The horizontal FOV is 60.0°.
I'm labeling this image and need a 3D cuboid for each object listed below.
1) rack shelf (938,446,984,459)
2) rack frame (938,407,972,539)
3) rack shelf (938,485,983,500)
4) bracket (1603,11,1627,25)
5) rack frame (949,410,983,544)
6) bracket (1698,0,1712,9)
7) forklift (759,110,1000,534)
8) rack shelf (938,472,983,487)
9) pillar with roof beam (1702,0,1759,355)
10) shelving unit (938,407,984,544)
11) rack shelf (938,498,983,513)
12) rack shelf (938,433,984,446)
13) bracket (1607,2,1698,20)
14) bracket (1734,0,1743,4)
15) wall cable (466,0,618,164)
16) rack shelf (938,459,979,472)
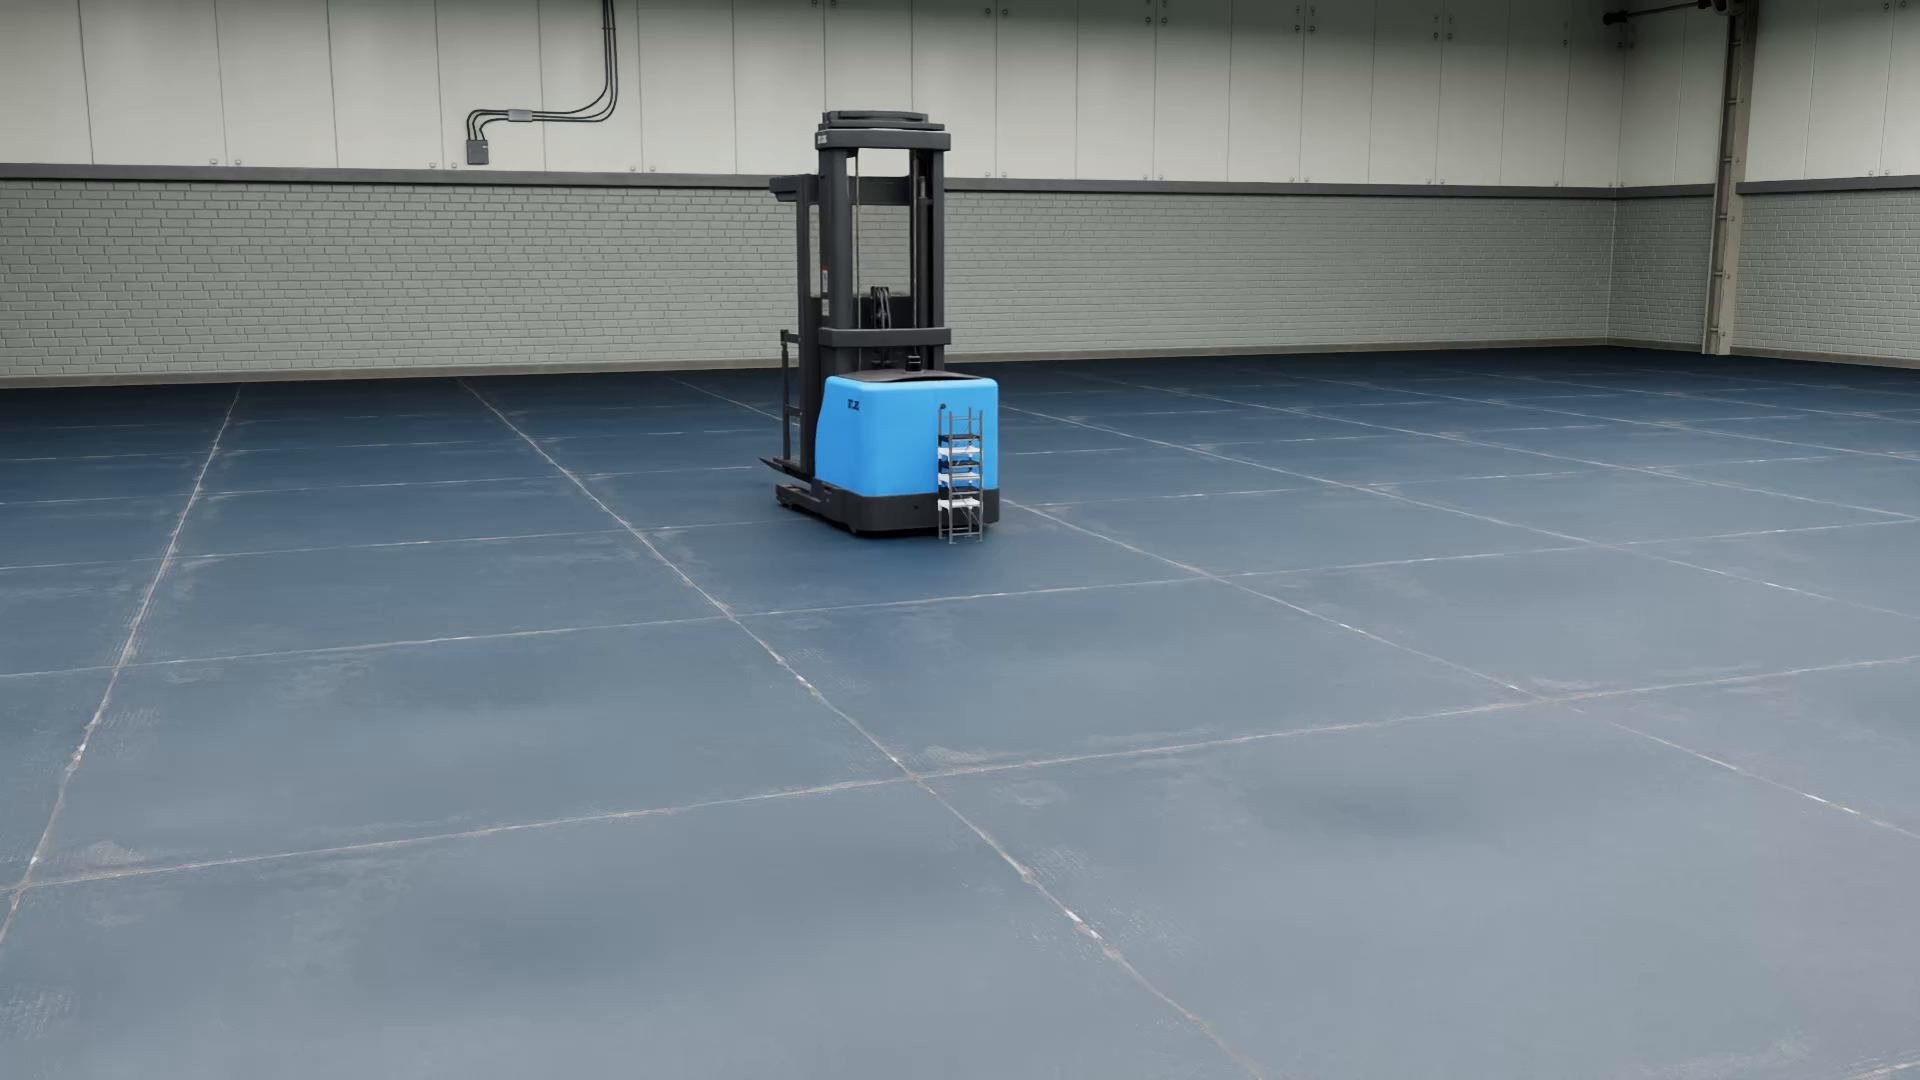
[{"bbox_3d":[0.003,-0.586,11.308,0.258,0.077,0.200,-4,11,-21],"label":"rack shelf"},{"bbox_3d":[-0.034,-0.458,11.427,0.240,0.900,0.006,-4,11,-21],"label":"rack frame"},{"bbox_3d":[0.003,-0.320,11.355,0.258,0.077,0.200,-4,11,-21],"label":"rack shelf"},{"bbox_3d":[12.647,-10.074,32.082,0.235,0.232,0.430,-4,11,-21],"label":"bracket"},{"bbox_3d":[0.040,-0.425,11.241,0.240,0.900,0.006,-4,11,-21],"label":"rack frame"},{"bbox_3d":[13.506,-9.687,29.907,0.235,0.232,0.430,-4,11,-21],"label":"bracket"},{"bbox_3d":[-0.779,-1.704,12.631,1.130,2.935,3.031,-4,11,-24],"label":"forklift"},{"bbox_3d":[0.003,-0.409,11.340,0.258,0.077,0.200,-4,11,-21],"label":"rack shelf"},{"bbox_3d":[9.975,-7.597,28.432,9.100,9.000,0.548,-4,11,-21],"label":"pillar with roof beam"},{"bbox_3d":[0.003,-0.442,11.334,0.258,0.900,0.210,-4,11,-21],"label":"shelving unit"},{"bbox_3d":[0.003,-0.232,11.371,0.258,0.077,0.200,-4,11,-21],"label":"rack shelf"},{"bbox_3d":[0.003,-0.675,11.292,0.258,0.077,0.200,-4,11,-21],"label":"rack shelf"},{"bbox_3d":[12.861,-9.978,31.540,0.076,0.066,3.189,-4,11,-21],"label":"bracket"},{"bbox_3d":[13.807,-9.552,29.145,0.235,0.232,0.430,-4,11,-21],"label":"bracket"},{"bbox_3d":[-6.353,-8.710,24.979,2.305,6.003,0.169,-4,11,-21],"label":"wall cable"},{"bbox_3d":[0.003,-0.498,11.324,0.258,0.077,0.200,-4,11,-21],"label":"rack shelf"}]
